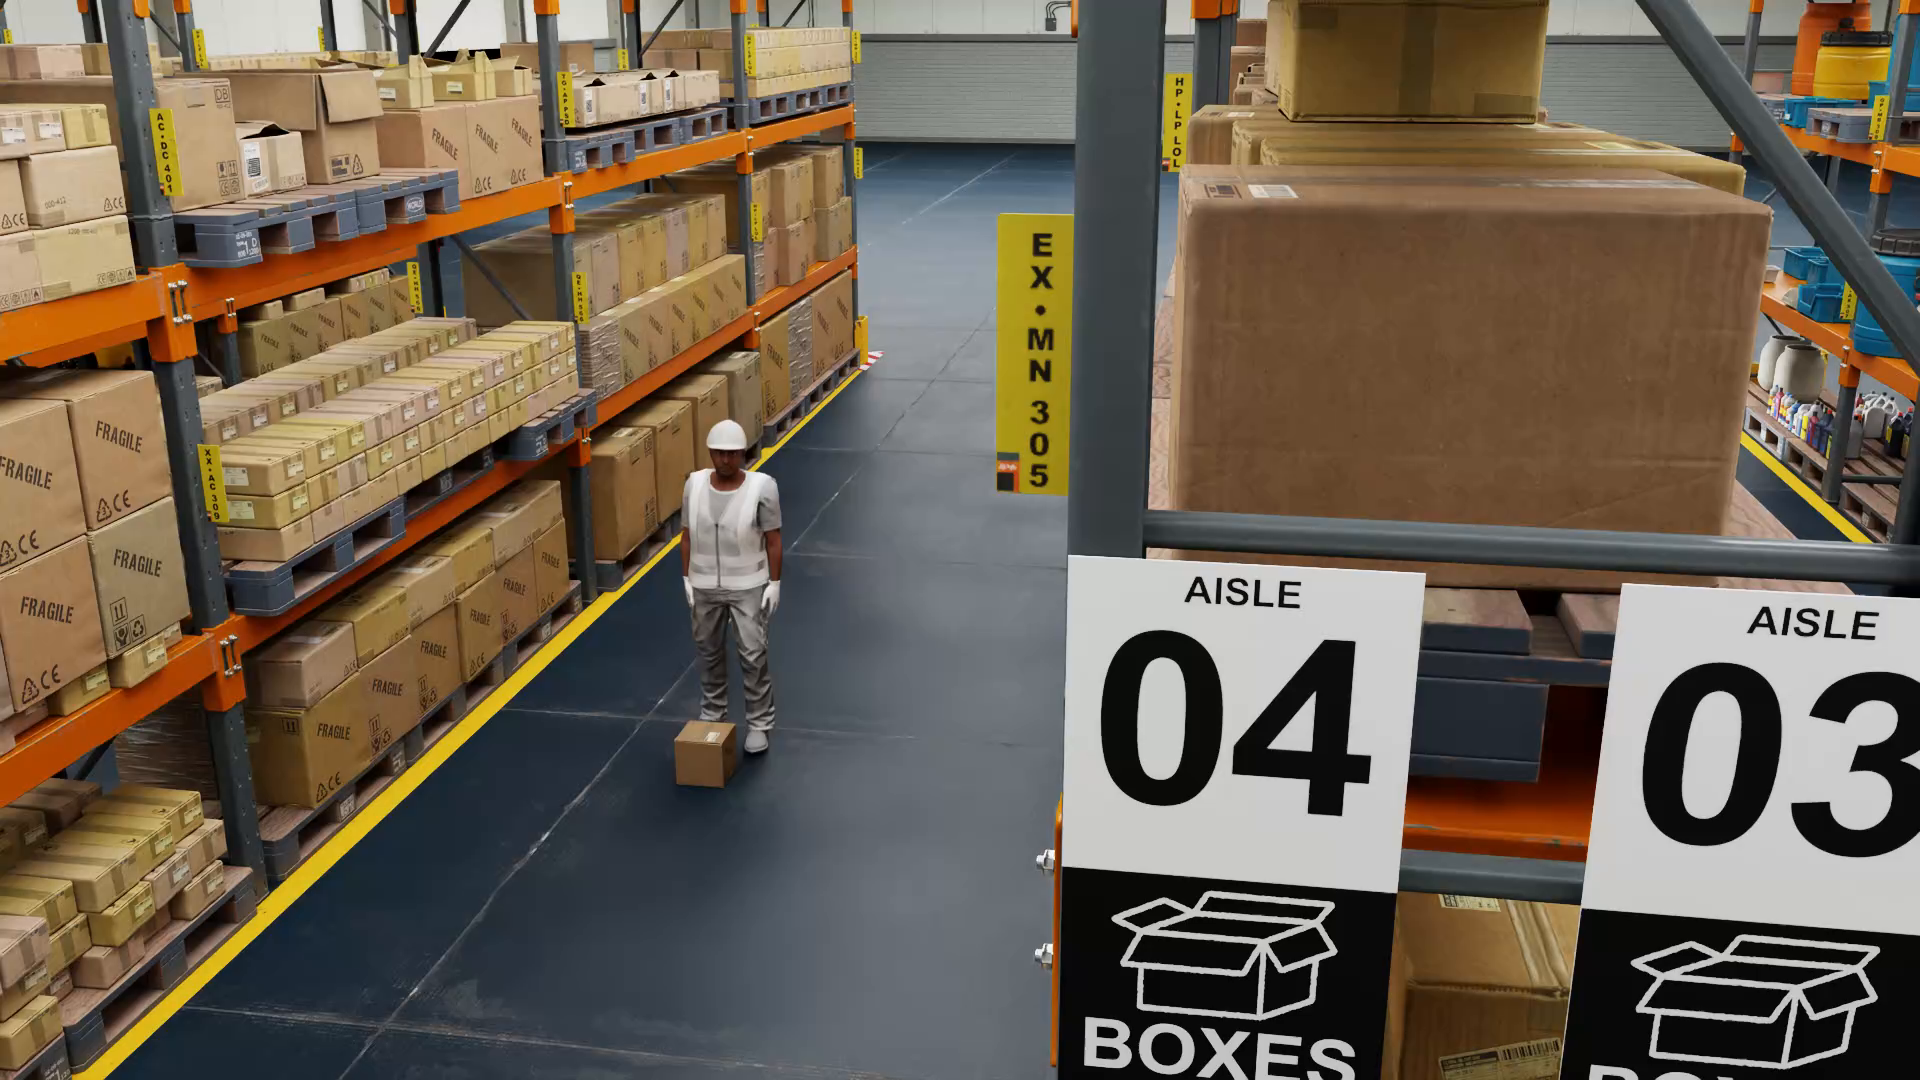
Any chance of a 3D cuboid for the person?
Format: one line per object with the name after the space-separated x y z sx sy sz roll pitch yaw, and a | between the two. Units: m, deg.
-1.205 0.252 8.780 0.548 1.806 0.398 3 18 9 | person
